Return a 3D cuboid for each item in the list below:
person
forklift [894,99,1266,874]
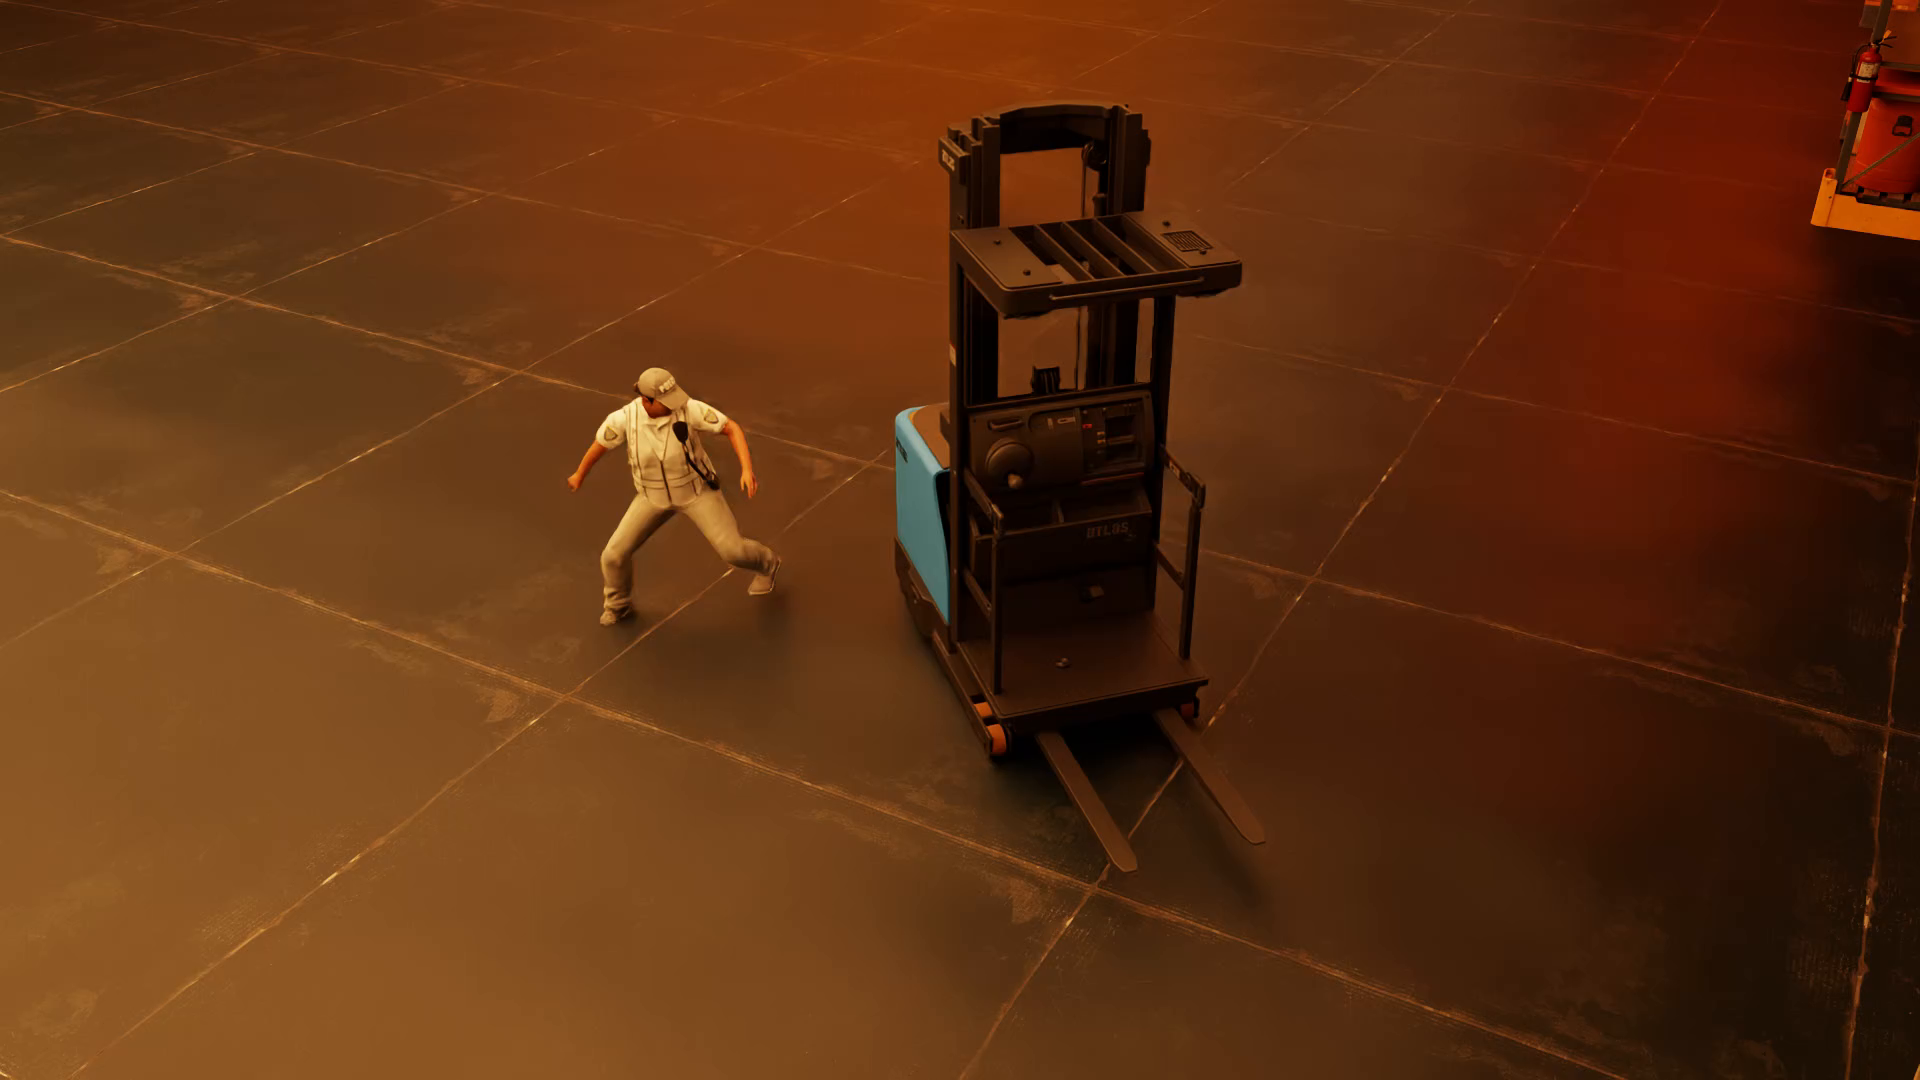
[{"bbox_3d":[-1.584,-0.231,8.977,1.133,1.575,0.507,1,30,1],"label":"person"},{"bbox_3d":[0.561,-0.427,7.810,1.130,2.935,3.031,-9,31,-15],"label":"forklift"}]
